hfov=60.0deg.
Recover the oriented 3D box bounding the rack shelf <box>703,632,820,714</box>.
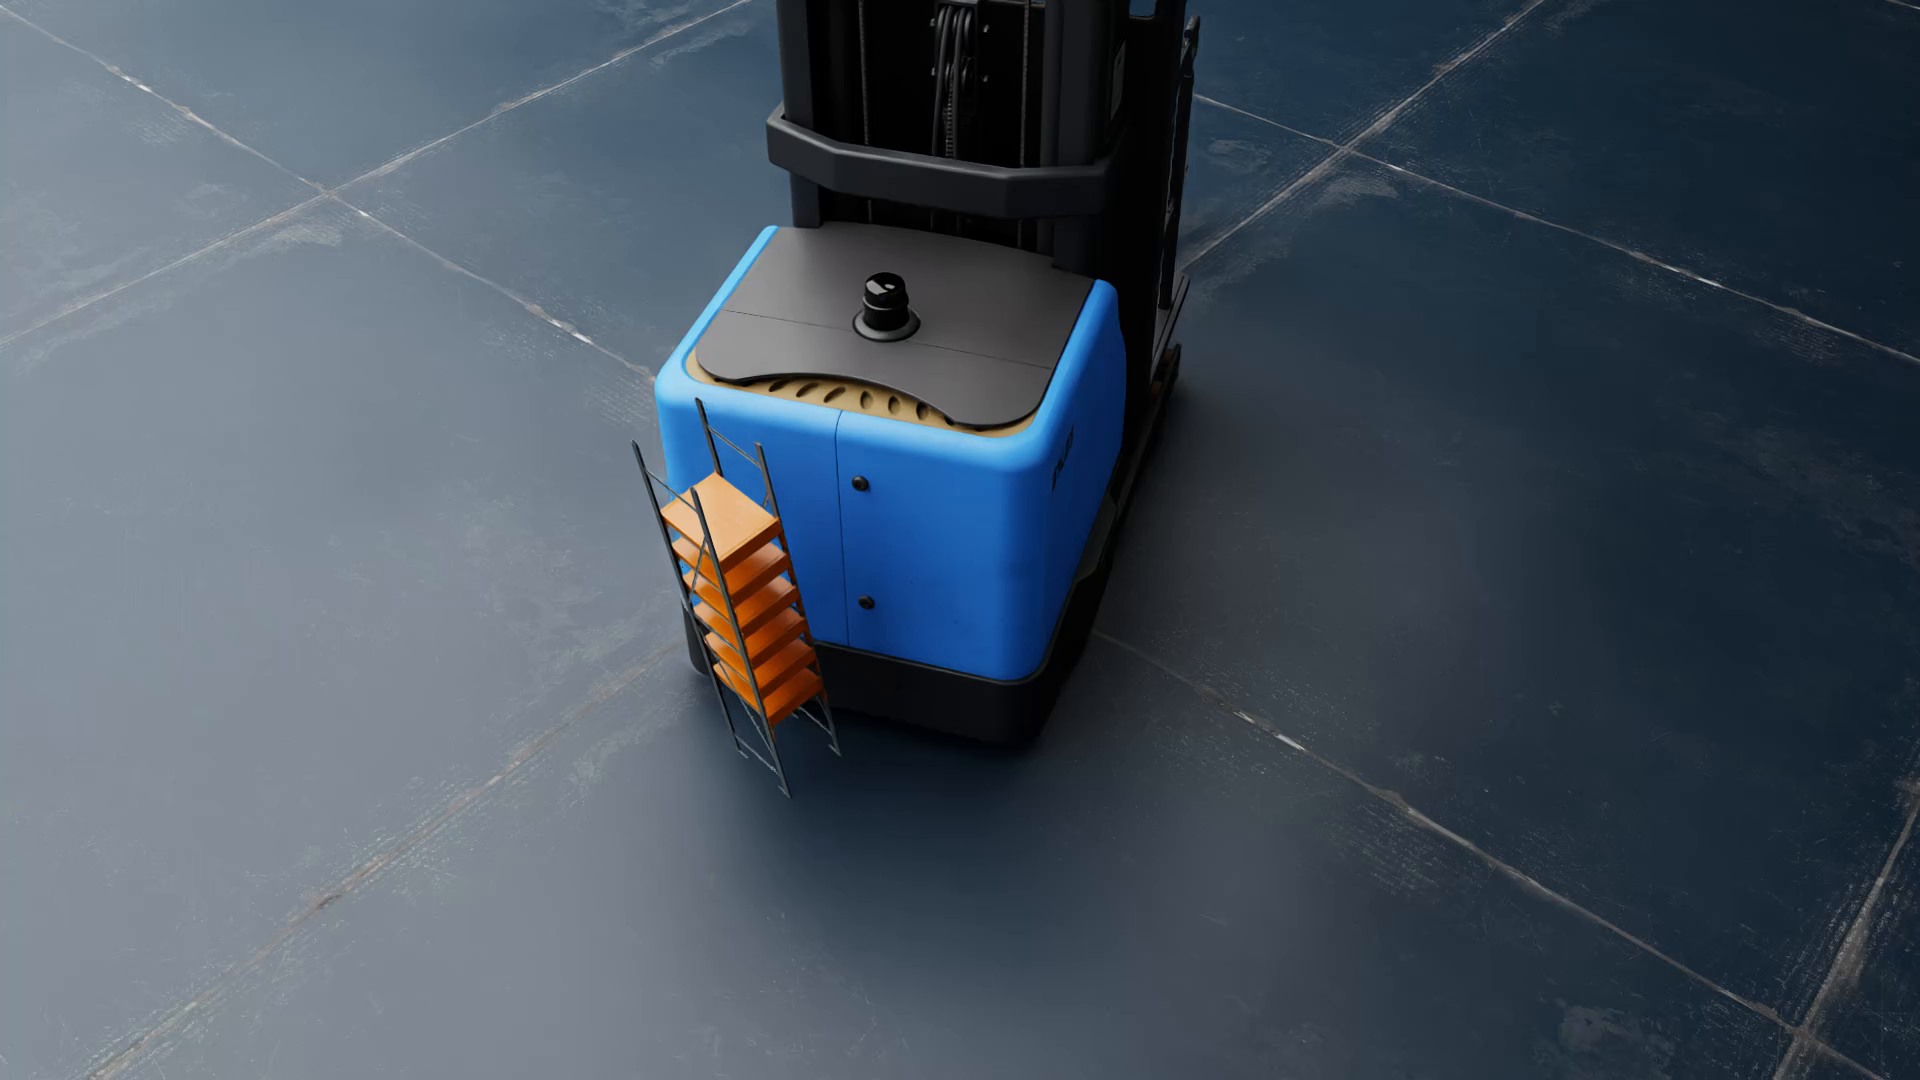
[{"bbox_3d":[-0.514,0.295,4.264,0.180,0.103,0.258,-38,54,-24],"label":"rack shelf"}]

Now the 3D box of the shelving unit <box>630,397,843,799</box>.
[{"bbox_3d":[-0.530,0.185,4.143,0.189,1.200,0.258,-38,54,-24],"label":"shelving unit"}]

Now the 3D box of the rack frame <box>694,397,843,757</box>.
[{"bbox_3d":[-0.464,0.133,4.181,0.006,1.200,0.240,-38,54,-24],"label":"rack frame"}]

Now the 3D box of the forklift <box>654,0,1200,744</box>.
[{"bbox_3d":[0.138,-1.533,4.758,1.130,2.935,3.031,12,44,12],"label":"forklift"}]

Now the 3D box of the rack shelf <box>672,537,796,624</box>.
[{"bbox_3d":[-0.549,0.054,3.999,0.180,0.103,0.258,-38,54,-24],"label":"rack shelf"}]

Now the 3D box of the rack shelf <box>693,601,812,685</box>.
[{"bbox_3d":[-0.526,0.214,4.176,0.180,0.103,0.258,-38,54,-24],"label":"rack shelf"}]

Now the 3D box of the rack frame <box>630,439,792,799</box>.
[{"bbox_3d":[-0.596,0.236,4.105,0.006,1.200,0.240,-38,54,-24],"label":"rack frame"}]

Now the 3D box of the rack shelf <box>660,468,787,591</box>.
[{"bbox_3d":[-0.561,-0.027,3.911,0.180,0.103,0.258,-38,54,-24],"label":"rack shelf"}]

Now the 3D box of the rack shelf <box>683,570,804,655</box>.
[{"bbox_3d":[-0.538,0.134,4.088,0.180,0.103,0.258,-38,54,-24],"label":"rack shelf"}]

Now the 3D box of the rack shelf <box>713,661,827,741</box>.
[{"bbox_3d":[-0.502,0.375,4.352,0.180,0.103,0.258,-38,54,-24],"label":"rack shelf"}]
